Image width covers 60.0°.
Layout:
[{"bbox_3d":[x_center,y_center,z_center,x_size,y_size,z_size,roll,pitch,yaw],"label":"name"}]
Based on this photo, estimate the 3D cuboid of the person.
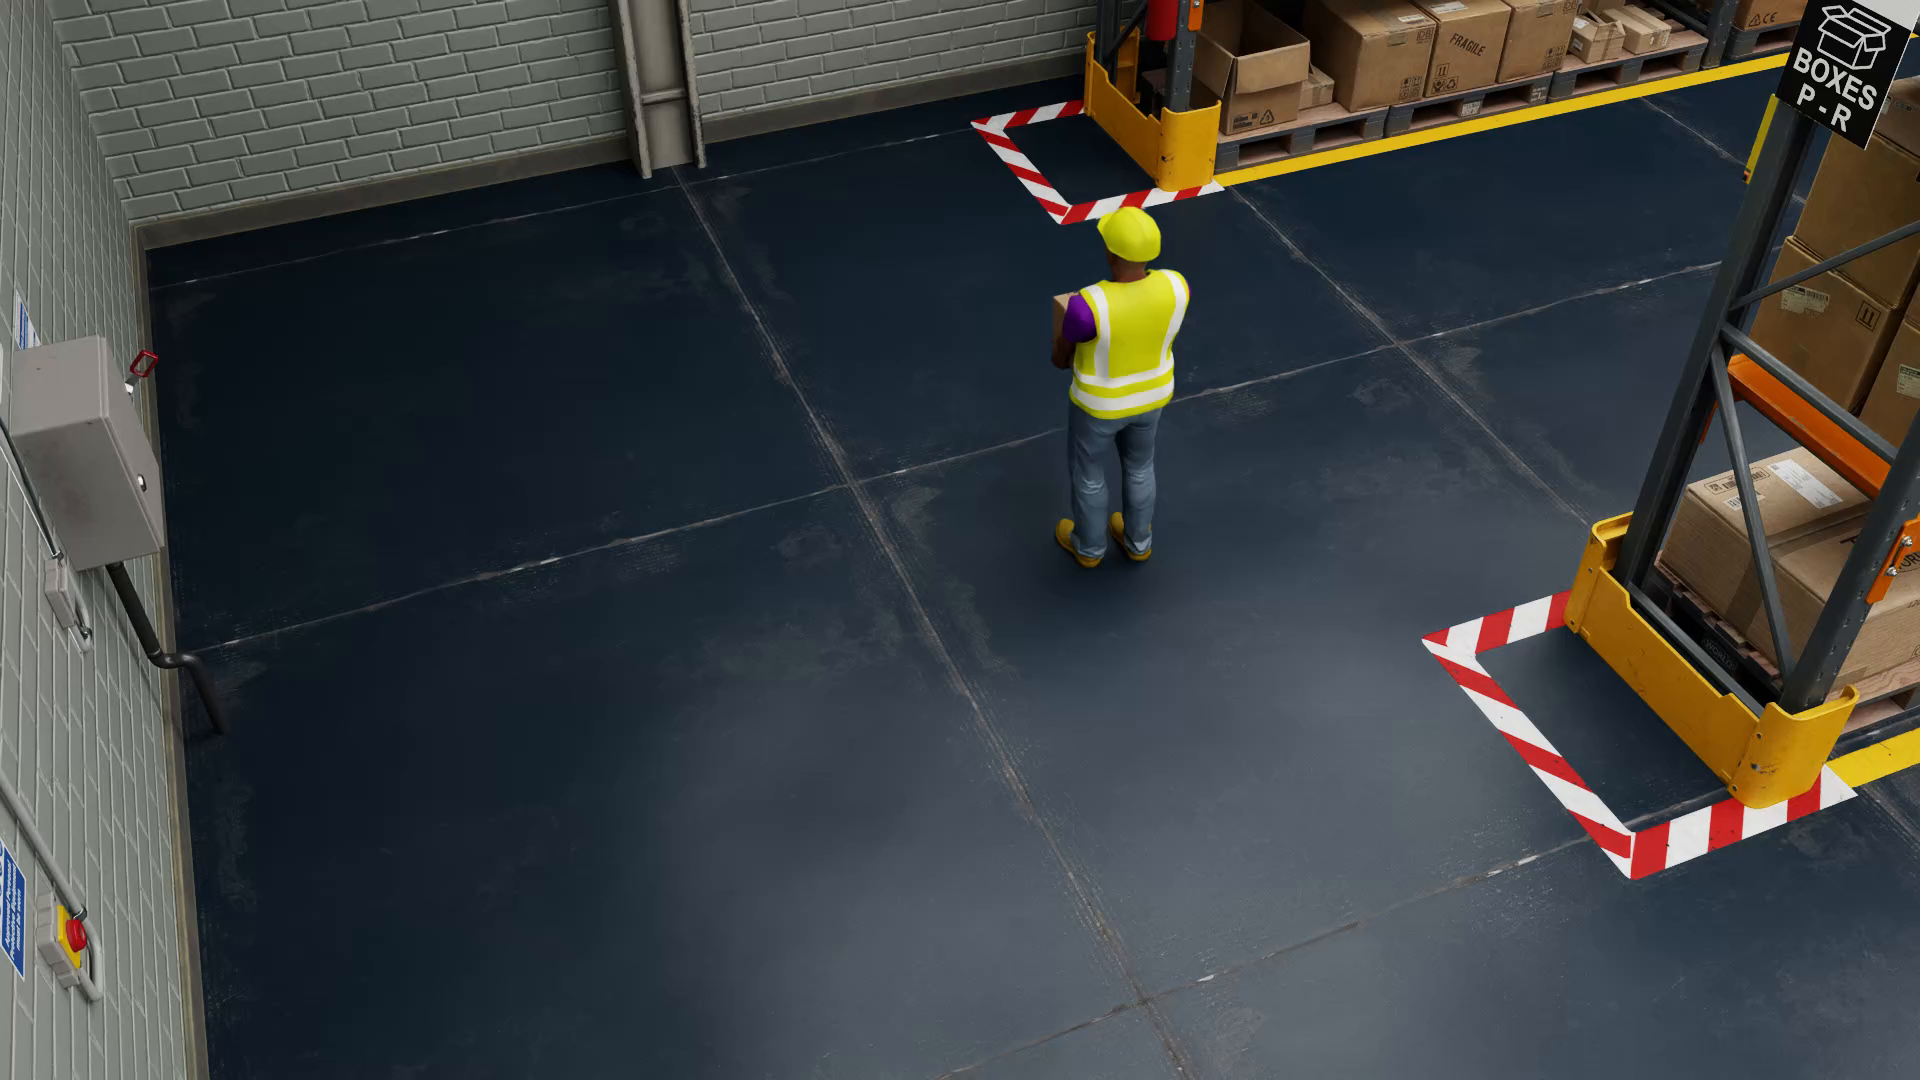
[{"bbox_3d":[0.613,-0.658,6.887,0.485,1.762,0.574,-15,44,-16],"label":"person"}]
